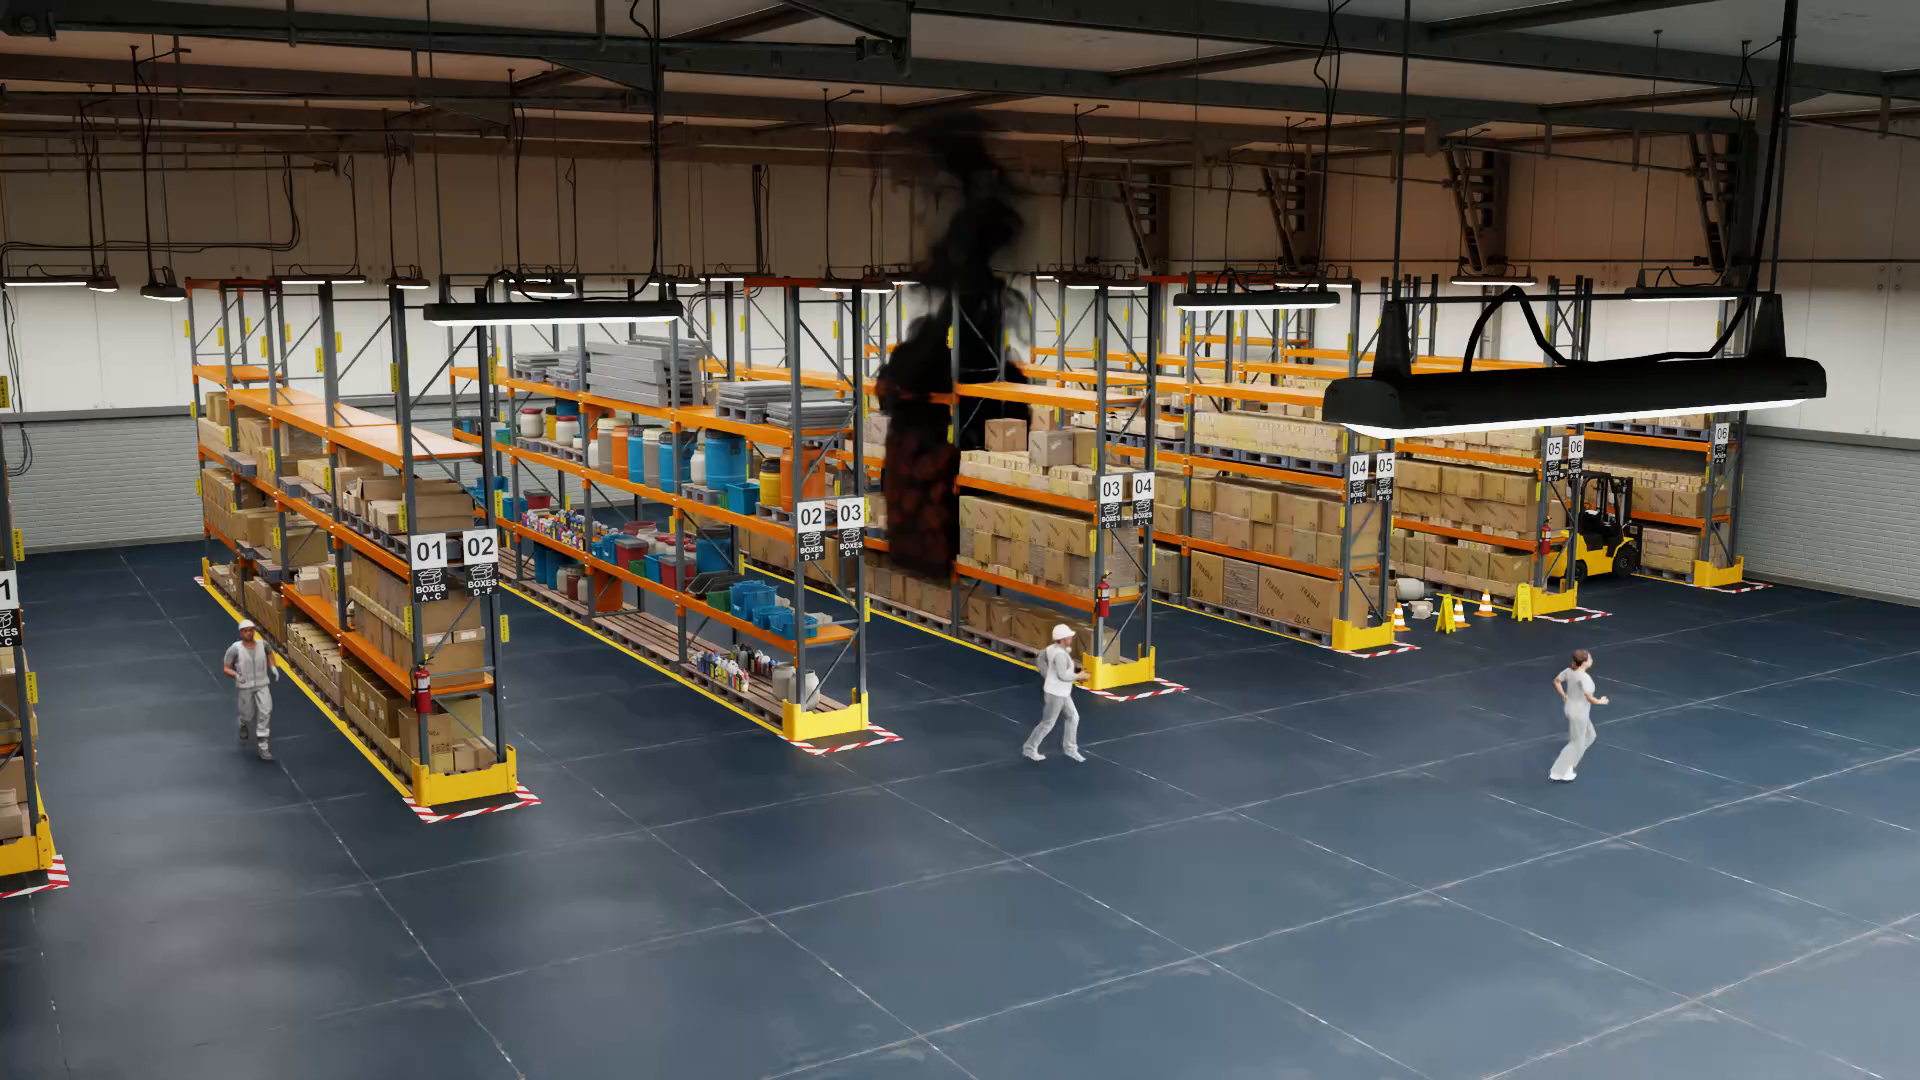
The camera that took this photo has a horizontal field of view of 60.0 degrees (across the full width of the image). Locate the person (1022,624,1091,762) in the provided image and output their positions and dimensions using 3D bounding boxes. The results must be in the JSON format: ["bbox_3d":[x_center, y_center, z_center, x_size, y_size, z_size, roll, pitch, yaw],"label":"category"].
[{"bbox_3d":[1.223,1.943,21.018,0.854,1.784,0.602,1,10,4],"label":"person"}]

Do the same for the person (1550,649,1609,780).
[{"bbox_3d":[7.564,2.144,20.317,0.664,1.678,0.592,0,10,-3],"label":"person"}]

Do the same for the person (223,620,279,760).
[{"bbox_3d":[-9.106,1.891,21.435,0.672,1.760,0.993,-7,12,-36],"label":"person"}]

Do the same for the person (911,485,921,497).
[{"bbox_3d":[-1.094,-1.639,42.810,0.589,1.631,0.600,-6,11,-32],"label":"person"}]
